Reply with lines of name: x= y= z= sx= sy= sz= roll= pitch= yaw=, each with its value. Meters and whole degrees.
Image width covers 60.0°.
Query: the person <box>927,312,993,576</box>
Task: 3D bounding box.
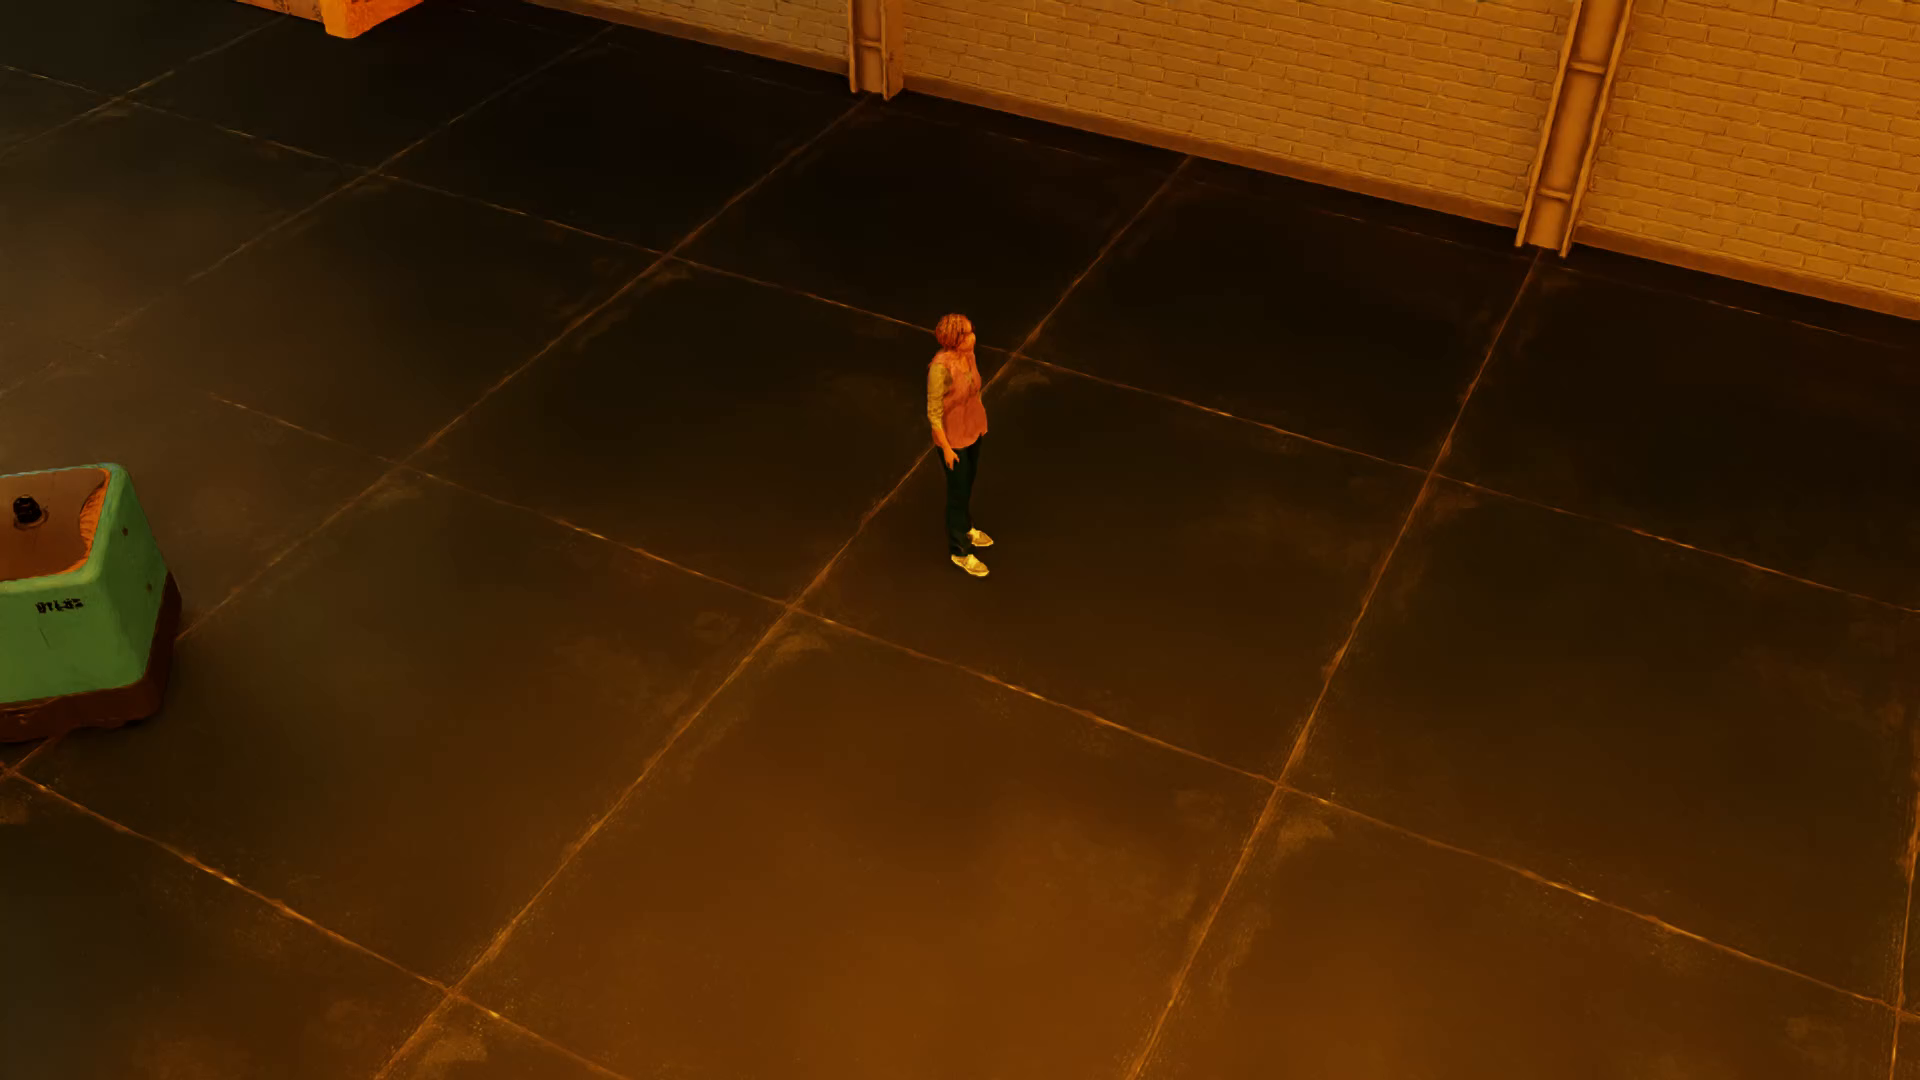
person: x=0.059 y=-0.586 z=9.707 sx=0.474 sy=1.597 sz=0.520 roll=18 pitch=43 yaw=21

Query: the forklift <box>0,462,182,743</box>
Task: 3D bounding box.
forklift: x=-5.936 y=-0.232 z=8.261 sx=3.031 sy=2.935 sz=1.130 roll=-8 pitch=41 yaw=-10
